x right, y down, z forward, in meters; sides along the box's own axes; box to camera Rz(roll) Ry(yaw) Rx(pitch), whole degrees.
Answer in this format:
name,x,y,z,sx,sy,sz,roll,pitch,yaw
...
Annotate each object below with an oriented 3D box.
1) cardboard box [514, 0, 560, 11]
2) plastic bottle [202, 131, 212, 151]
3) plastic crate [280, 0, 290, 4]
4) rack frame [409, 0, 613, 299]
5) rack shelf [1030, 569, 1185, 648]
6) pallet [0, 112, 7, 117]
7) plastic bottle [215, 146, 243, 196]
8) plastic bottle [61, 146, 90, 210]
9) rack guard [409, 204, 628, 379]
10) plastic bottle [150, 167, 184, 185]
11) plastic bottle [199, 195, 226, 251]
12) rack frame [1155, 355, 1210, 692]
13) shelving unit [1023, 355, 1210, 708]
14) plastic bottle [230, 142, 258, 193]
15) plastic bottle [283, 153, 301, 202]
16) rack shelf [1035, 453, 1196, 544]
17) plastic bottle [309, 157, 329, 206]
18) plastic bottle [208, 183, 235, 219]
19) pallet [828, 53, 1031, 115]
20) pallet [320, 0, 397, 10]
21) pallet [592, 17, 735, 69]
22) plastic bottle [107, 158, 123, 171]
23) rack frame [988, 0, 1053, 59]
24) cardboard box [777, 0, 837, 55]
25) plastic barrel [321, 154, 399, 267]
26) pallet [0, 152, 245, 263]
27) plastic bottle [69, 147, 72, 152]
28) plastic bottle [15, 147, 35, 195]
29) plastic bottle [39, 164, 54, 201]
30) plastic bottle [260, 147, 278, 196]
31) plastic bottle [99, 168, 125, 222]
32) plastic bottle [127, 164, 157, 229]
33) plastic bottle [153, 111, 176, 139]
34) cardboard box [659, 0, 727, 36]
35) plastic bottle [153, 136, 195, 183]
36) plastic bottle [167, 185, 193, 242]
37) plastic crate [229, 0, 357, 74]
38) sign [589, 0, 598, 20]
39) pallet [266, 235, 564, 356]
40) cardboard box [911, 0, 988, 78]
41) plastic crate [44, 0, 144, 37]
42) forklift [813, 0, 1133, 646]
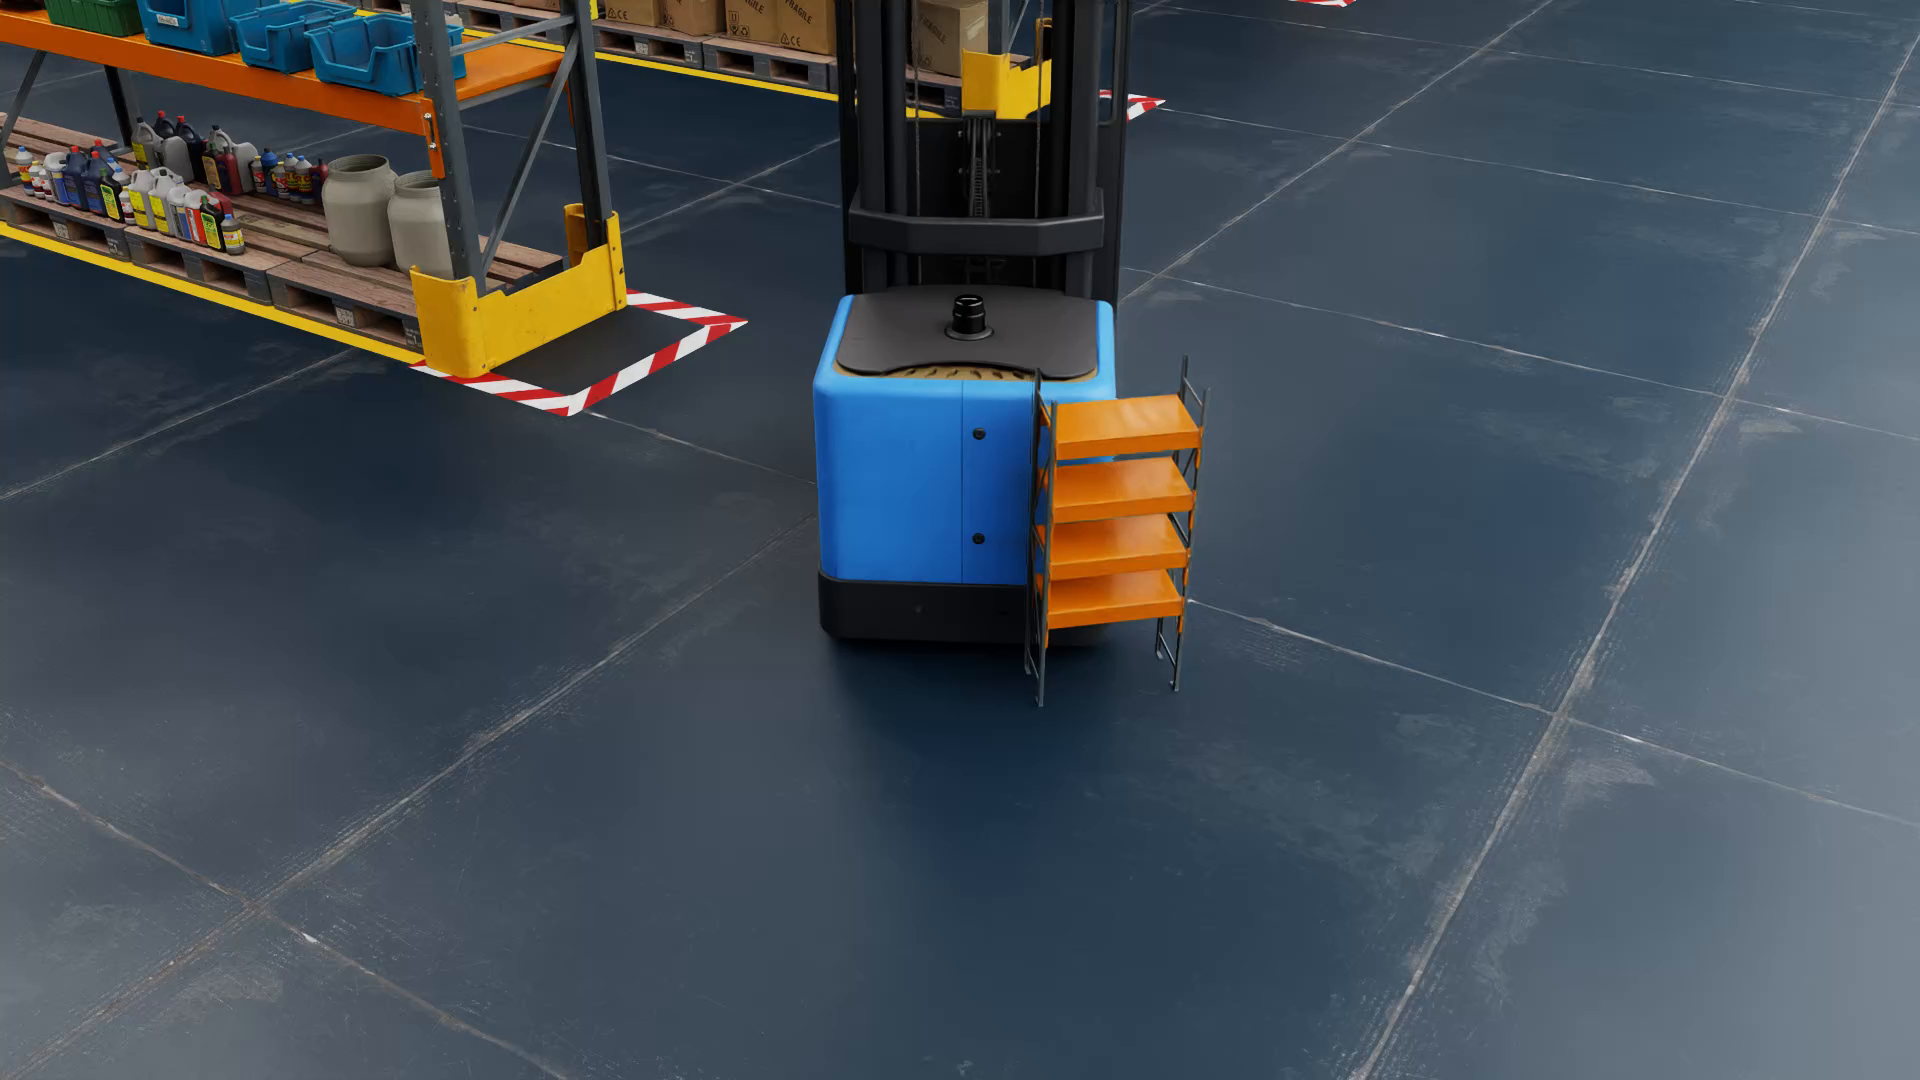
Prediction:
name,x,y,z,sx,sy,sz,roll,pitch,yaw
cardboard box,-3.388,-4.833,14.102,0.500,0.500,0.700,15,33,24
plastic bottle,-4.491,-2.325,10.018,0.133,0.283,0.061,20,36,31
plastic crate,-4.003,-2.994,9.168,0.437,0.136,0.530,18,35,27
rack frame,-2.125,-2.364,7.825,0.127,3.000,1.000,18,35,27
rack shelf,0.500,0.212,5.708,0.480,0.148,0.258,-6,34,-9
pallet,-7.236,-2.751,11.256,1.213,0.211,1.003,18,35,27
plastic bottle,-4.299,-2.174,9.758,0.133,0.283,0.061,18,35,27
plastic bottle,-5.050,-2.088,9.544,0.185,0.351,0.144,19,35,29
rack guard,-2.214,-1.284,8.455,0.348,0.500,1.175,18,35,27
plastic bottle,-4.472,-1.961,9.401,0.135,0.276,0.152,18,35,27
plastic bottle,-4.022,-1.709,8.961,0.133,0.283,0.061,18,35,29
rack frame,0.742,-0.033,5.601,0.015,1.200,0.240,-6,34,-9
shelving unit,0.503,-0.009,5.561,0.503,1.200,0.258,-6,34,-9
plastic bottle,-4.242,-2.216,9.838,0.135,0.276,0.152,18,35,28
plastic bottle,-3.870,-2.112,9.665,0.097,0.271,0.097,0,30,0
rack shelf,0.504,-0.140,5.474,0.480,0.148,0.258,-6,34,-9
plastic bottle,-3.677,-2.067,9.576,0.133,0.283,0.061,18,35,28
plastic bottle,-4.056,-1.810,9.135,0.133,0.283,0.061,18,35,27
pallet,-0.225,-3.526,12.585,1.213,0.211,1.003,18,35,27
pallet,-5.606,-5.206,15.465,1.213,0.211,1.003,18,35,27
pallet,-2.292,-4.180,13.705,1.213,0.211,1.003,18,35,27
plastic bottle,-4.863,-2.066,9.586,0.097,0.271,0.097,0,30,0
rack frame,0.508,-4.477,11.448,0.127,3.000,1.000,18,35,27
cardboard box,-1.056,-4.075,12.822,0.500,0.500,0.500,21,36,32
plastic barrel,-3.147,-1.748,8.822,0.421,0.512,0.421,0,30,0
pallet,-4.966,-2.033,10.025,1.213,0.211,1.003,18,35,27
plastic bottle,-5.131,-2.150,9.718,0.133,0.283,0.061,18,35,27
plastic bottle,-5.476,-2.174,9.771,0.097,0.271,0.097,0,30,0
plastic bottle,-5.304,-2.090,9.695,0.097,0.201,0.097,0,30,0
plastic bottle,-4.042,-2.167,9.758,0.097,0.271,0.097,0,30,0
plastic bottle,-4.772,-1.946,9.368,0.133,0.283,0.061,19,35,29
plastic bottle,-4.530,-1.923,9.262,0.185,0.351,0.144,17,34,27
plastic bottle,-4.814,-2.431,10.133,0.185,0.351,0.144,17,34,26
cardboard box,-2.073,-4.376,13.339,0.500,0.500,0.500,-23,37,-33
plastic bottle,-4.709,-2.278,9.944,0.135,0.276,0.152,18,35,27
plastic bottle,-4.230,-1.798,9.122,0.135,0.276,0.152,17,34,26
plastic crate,-3.255,-2.482,8.175,0.408,0.251,0.499,18,35,27
sign,-1.829,-2.717,8.155,0.005,0.325,0.100,18,35,27
pallet,-2.899,-1.379,8.905,1.213,0.211,1.003,18,35,27
cardboard box,-0.012,-3.754,12.271,0.500,0.500,0.500,25,39,36
plastic crate,-4.513,-2.859,8.885,0.662,0.188,0.450,18,35,27
forklift,0.103,-1.598,6.580,1.130,2.935,3.031,2,30,3
